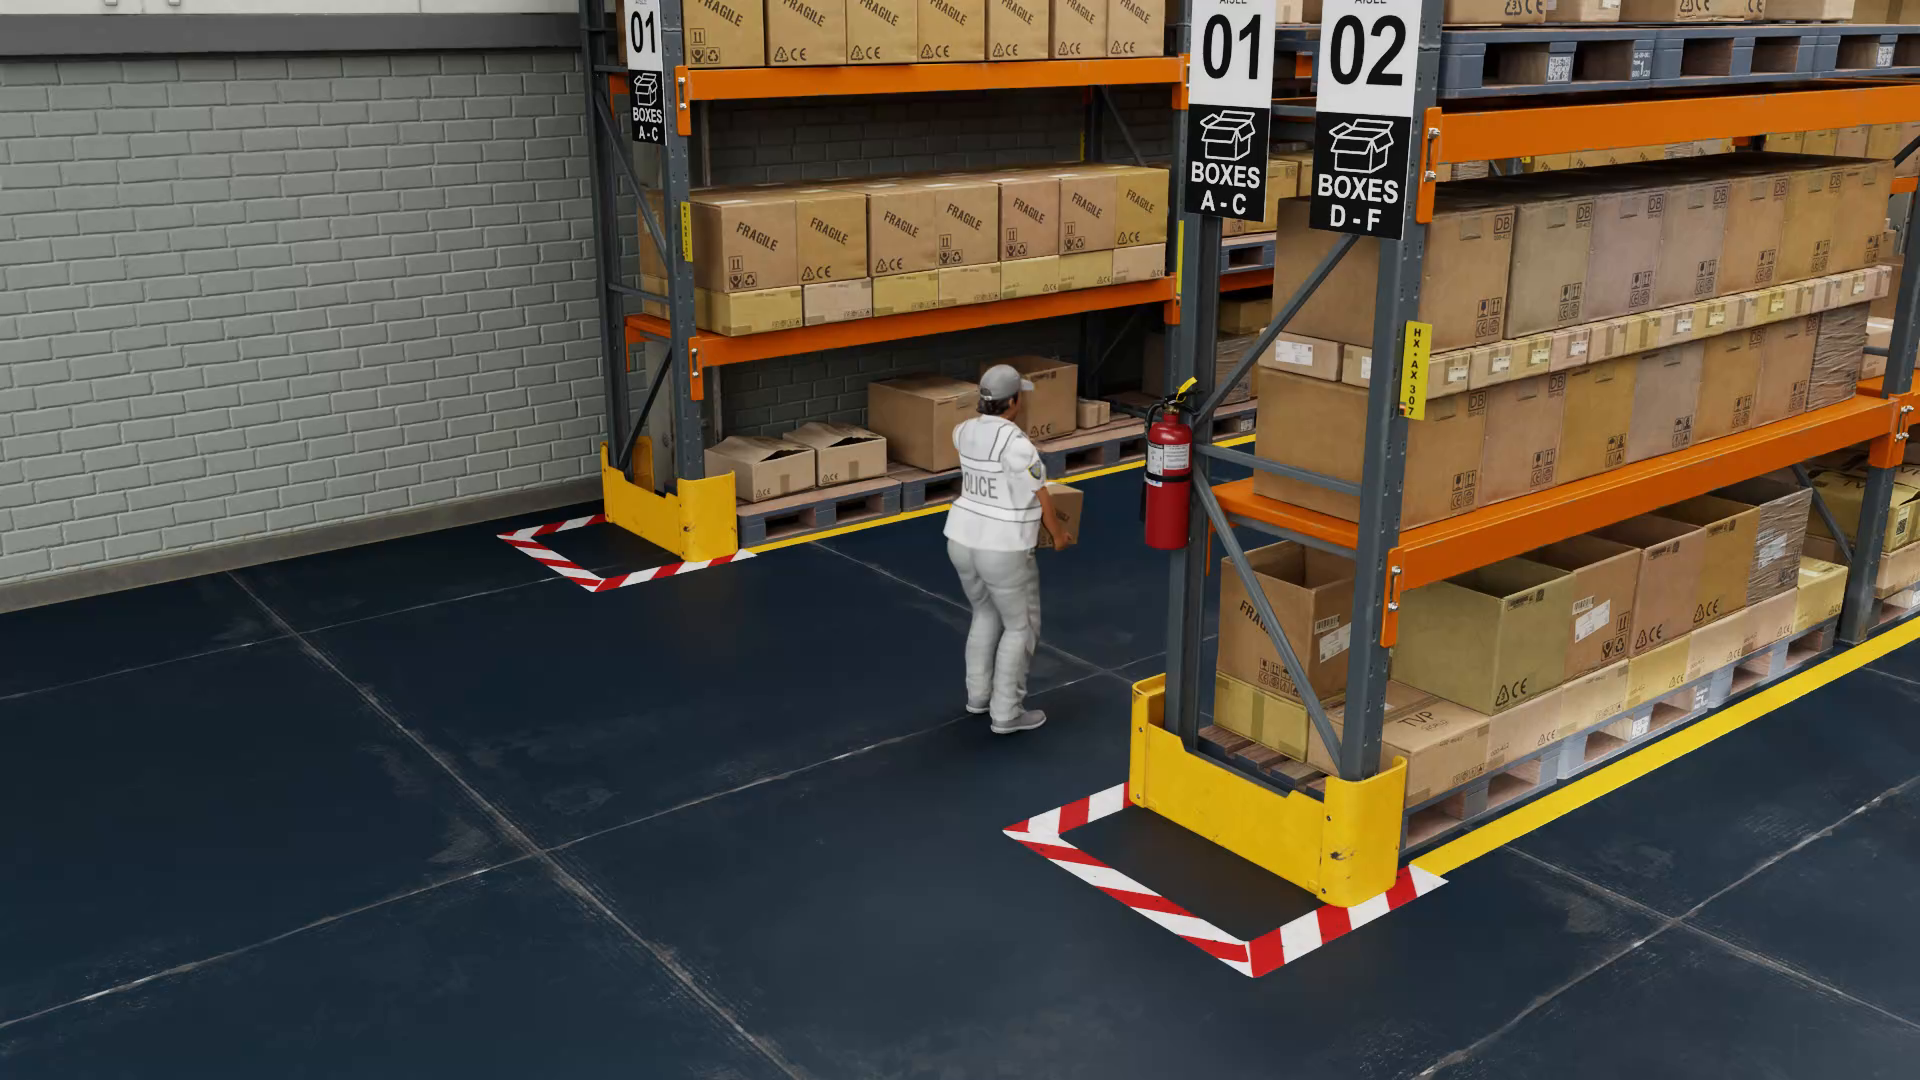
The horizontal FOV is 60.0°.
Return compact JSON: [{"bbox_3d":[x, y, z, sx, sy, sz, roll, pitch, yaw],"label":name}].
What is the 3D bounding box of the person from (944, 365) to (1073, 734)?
[{"bbox_3d":[0.231,0.020,7.502,0.490,1.664,0.452,-14,23,-37],"label":"person"}]
